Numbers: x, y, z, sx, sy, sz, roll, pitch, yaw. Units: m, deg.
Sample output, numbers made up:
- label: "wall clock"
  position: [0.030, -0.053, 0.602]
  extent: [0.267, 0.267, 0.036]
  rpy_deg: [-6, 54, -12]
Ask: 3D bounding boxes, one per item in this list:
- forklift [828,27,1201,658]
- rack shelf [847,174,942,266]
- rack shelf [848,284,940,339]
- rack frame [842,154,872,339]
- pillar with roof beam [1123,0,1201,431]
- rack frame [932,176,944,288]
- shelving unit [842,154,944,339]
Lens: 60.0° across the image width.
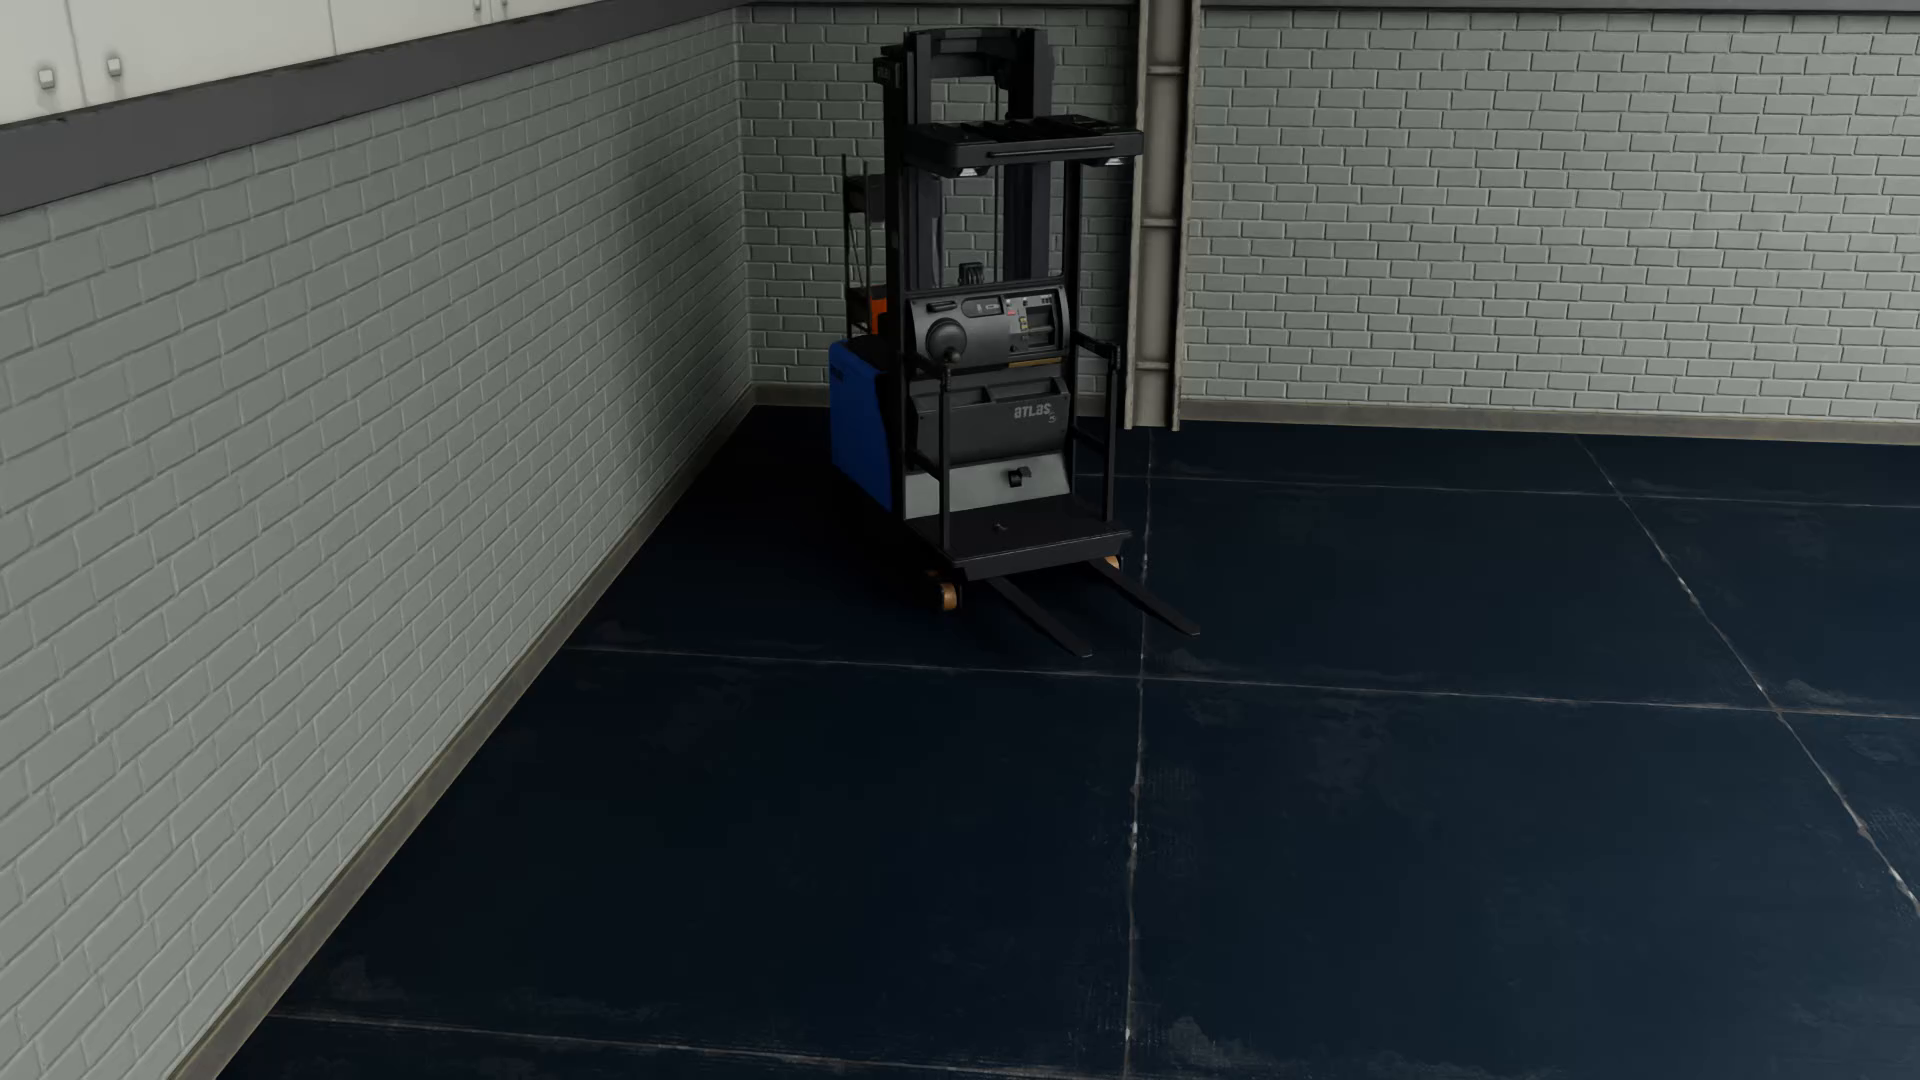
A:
- label: "forklift"
  position: [0.257, -1.155, 8.874]
  extent: [1.130, 2.935, 3.031]
  rpy_deg: [-9, 23, -23]
- label: "rack shelf"
  position: [-0.416, -2.016, 10.311]
  extent: [0.480, 0.518, 0.431]
  rpy_deg: [-10, 23, -23]
- label: "rack shelf"
  position: [-0.413, -1.363, 10.561]
  extent: [0.480, 0.518, 0.431]
  rpy_deg: [-10, 23, -23]
- label: "rack frame"
  position: [-0.635, -1.338, 10.462]
  extent: [0.015, 2.100, 0.400]
  rpy_deg: [-10, 23, -23]
- label: "pillar with roof beam"
  position: [0.883, -3.459, 6.450]
  extent: [0.400, 9.000, 9.100]
  rpy_deg: [2, 22, 6]
- label: "rack frame"
  position: [-0.192, -1.413, 10.652]
  extent: [0.015, 2.100, 0.400]
  rpy_deg: [-10, 23, -23]
- label: "shelving unit"
  position: [-0.413, -1.376, 10.557]
  extent: [0.503, 2.100, 0.431]
  rpy_deg: [-10, 23, -23]
